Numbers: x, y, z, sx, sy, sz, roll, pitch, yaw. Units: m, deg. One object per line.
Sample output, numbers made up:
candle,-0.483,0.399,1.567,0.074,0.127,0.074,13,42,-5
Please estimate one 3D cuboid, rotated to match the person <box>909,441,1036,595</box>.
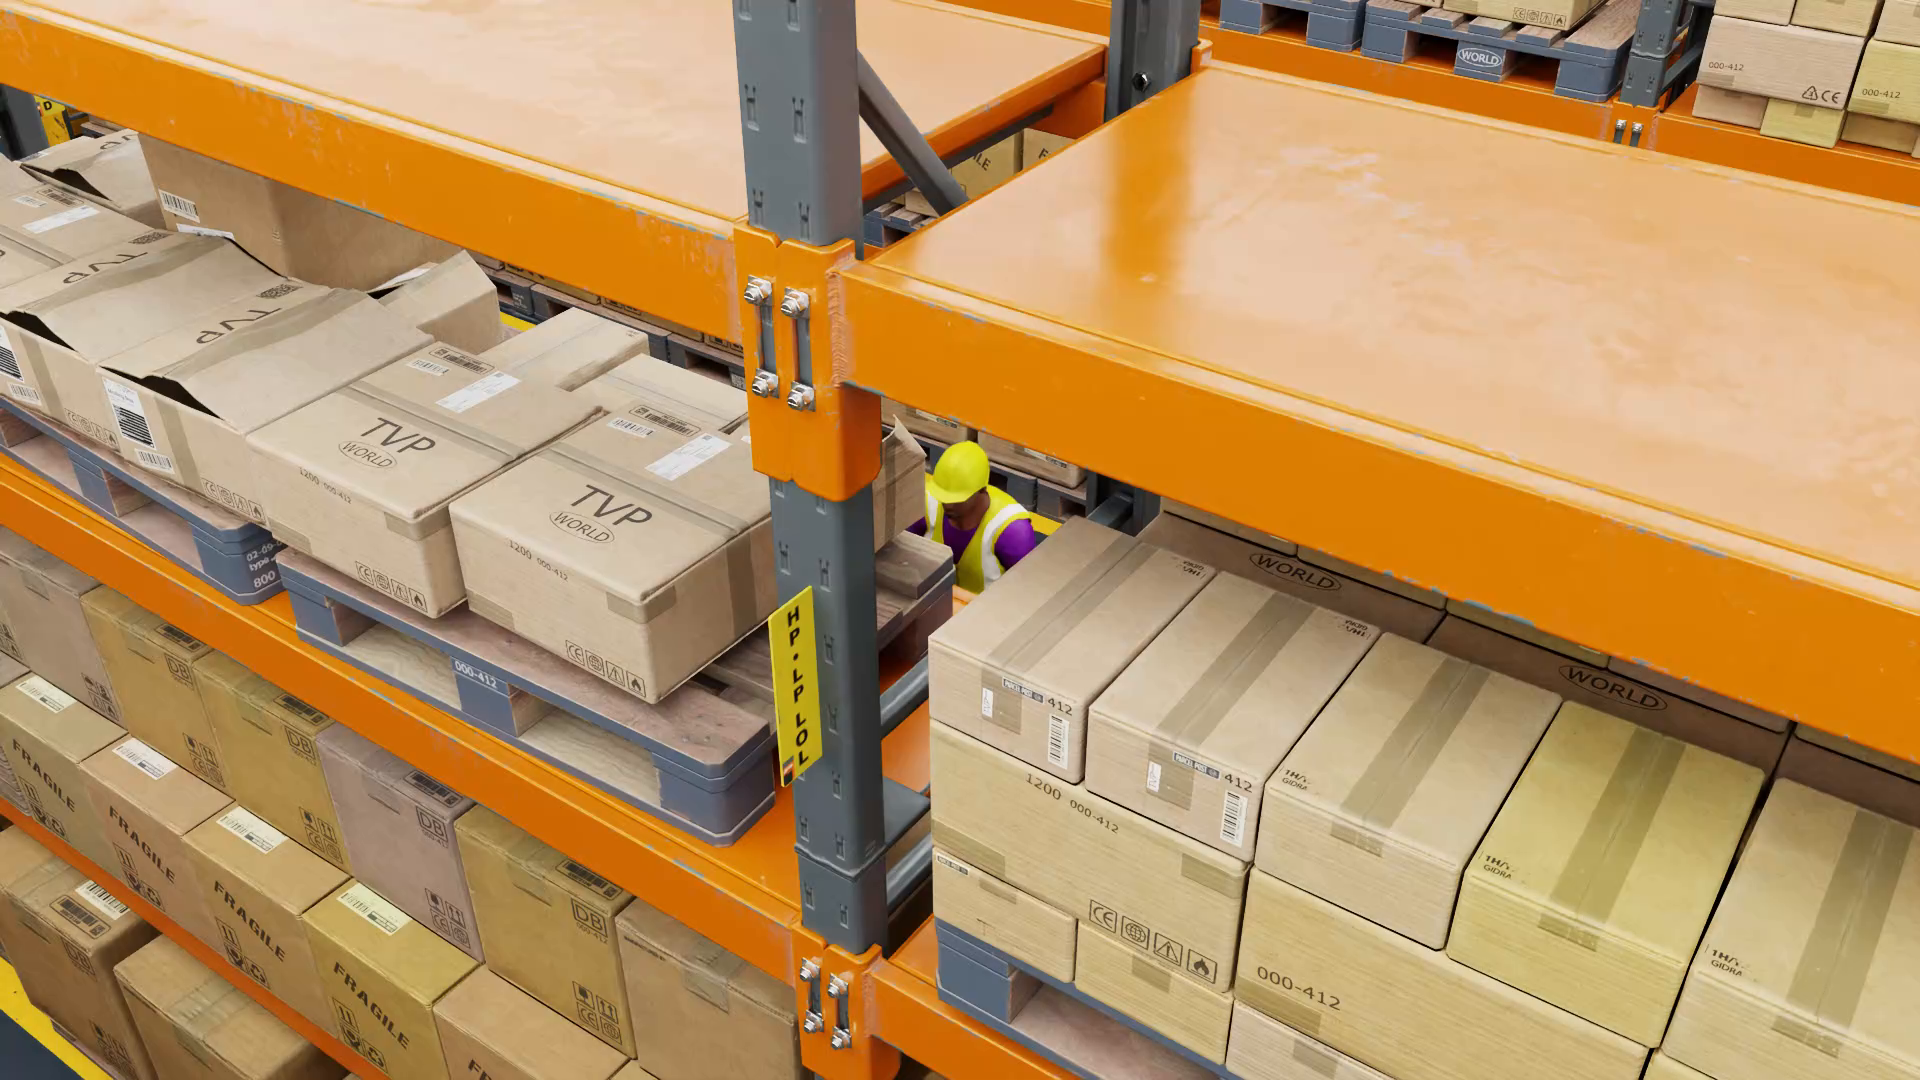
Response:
person,0.023,0.351,6.836,0.625,1.802,0.472,20,39,26
